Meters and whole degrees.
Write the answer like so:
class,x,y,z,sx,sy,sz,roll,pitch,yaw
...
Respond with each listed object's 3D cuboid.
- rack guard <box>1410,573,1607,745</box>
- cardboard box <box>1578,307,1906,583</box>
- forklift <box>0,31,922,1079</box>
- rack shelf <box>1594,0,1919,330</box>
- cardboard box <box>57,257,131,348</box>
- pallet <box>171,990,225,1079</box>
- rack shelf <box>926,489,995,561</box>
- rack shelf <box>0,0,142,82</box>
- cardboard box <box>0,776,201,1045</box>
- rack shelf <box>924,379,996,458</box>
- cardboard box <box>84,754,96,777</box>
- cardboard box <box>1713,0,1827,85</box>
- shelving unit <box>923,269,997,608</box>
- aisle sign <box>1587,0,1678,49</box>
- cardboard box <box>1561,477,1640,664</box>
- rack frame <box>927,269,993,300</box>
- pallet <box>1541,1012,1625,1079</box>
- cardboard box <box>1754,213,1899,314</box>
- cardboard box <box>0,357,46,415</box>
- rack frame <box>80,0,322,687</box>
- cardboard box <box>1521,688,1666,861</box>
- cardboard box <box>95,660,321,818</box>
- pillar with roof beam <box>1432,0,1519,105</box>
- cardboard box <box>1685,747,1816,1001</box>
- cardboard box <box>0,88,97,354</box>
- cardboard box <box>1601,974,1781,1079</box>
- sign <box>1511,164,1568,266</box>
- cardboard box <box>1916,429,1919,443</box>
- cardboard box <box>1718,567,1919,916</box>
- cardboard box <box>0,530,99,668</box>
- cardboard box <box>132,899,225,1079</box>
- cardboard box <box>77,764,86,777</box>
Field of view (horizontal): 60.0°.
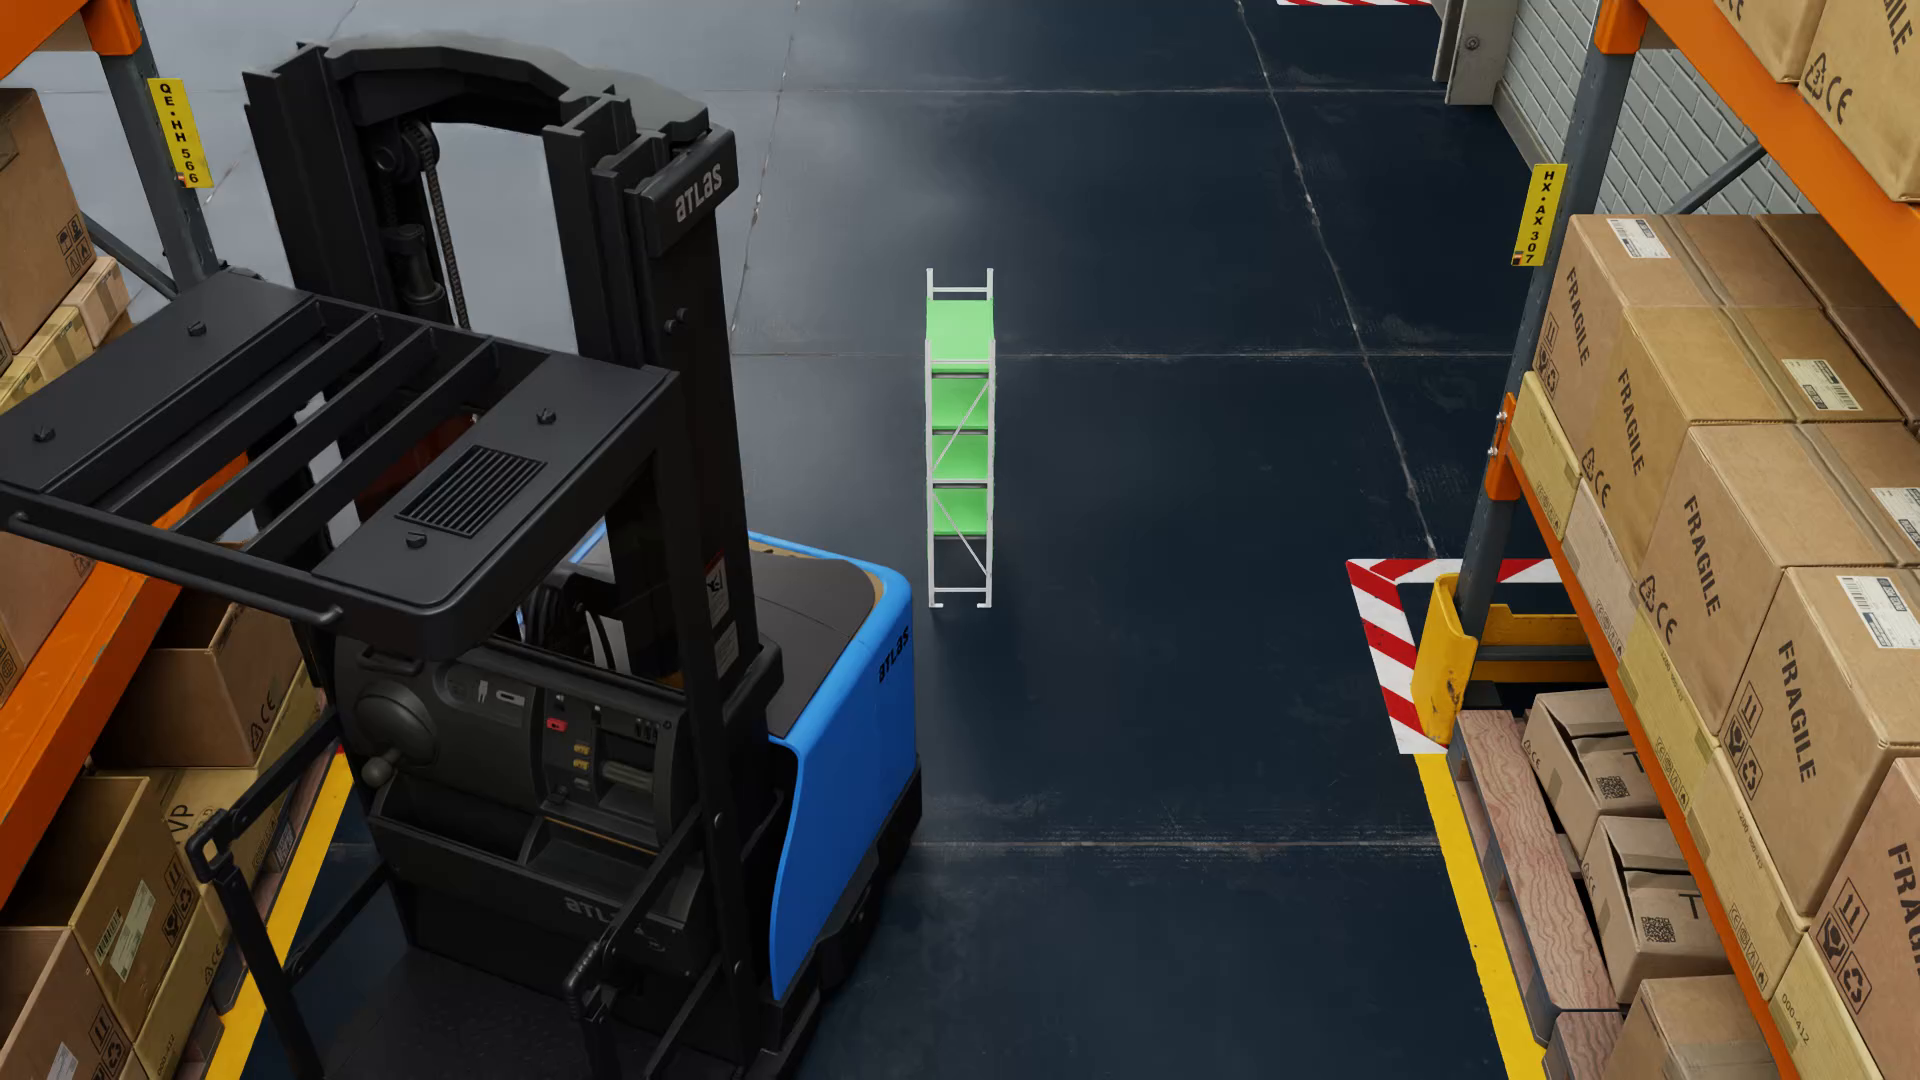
class,x,y,z,sx,sy,sz,roll,pitch,yaw
rack guard,2.229,0.418,5.829,1.175,0.500,0.348,0,39,0
cardboard box,1.920,-0.239,4.154,0.500,0.500,0.500,0,39,0
forklift,-1.150,0.531,3.744,1.130,2.935,3.031,14,41,17
rack shelf,2.232,-0.244,2.833,1.077,0.370,4.000,0,39,0
cardboard box,-2.533,-0.653,4.567,0.380,0.149,0.250,-1,39,-1
pallet,-2.683,1.728,4.425,1.003,0.211,1.213,0,39,0
rack shelf,0.000,-0.128,6.436,0.258,0.148,0.480,0,39,0
rack shelf,-2.722,-0.239,2.826,1.077,0.370,4.000,0,39,0
cardboard box,-2.410,0.977,4.395,0.500,0.500,0.500,0,39,0
rack shelf,0.000,-0.502,6.135,0.258,0.148,0.480,0,39,0
cardboard box,-2.946,0.645,5.409,0.500,0.250,0.500,0,39,0
cardboard box,1.945,-1.278,3.451,0.500,0.500,0.500,2,39,3
shelving unit,0.000,-0.365,6.246,0.258,1.200,0.503,0,39,0
aisle sign,1.929,-1.665,4.350,0.394,0.787,0.004,0,39,0
cardboard box,1.927,0.075,4.361,0.500,0.250,0.500,-1,39,-1
rack frame,0.000,-0.517,6.436,0.240,1.200,0.015,0,39,0
pallet,2.193,1.799,4.336,1.003,0.211,1.213,0,39,0
cardboard box,2.442,-0.553,4.545,0.500,0.500,0.500,0,39,-1
cardboard box,-2.531,-0.329,4.163,0.380,0.149,0.250,-1,39,-1
rack frame,-2.724,-0.599,5.099,1.000,3.000,0.127,0,39,0
cardboard box,2.140,0.705,5.270,0.500,0.311,0.500,-4,39,-5
cardboard box,-2.428,0.645,5.410,0.500,0.250,0.500,0,39,0
pillar with roof beam,-1.217,-6.258,7.363,9.100,9.000,0.400,0,39,0
cardboard box,1.920,0.710,3.569,0.500,0.250,0.500,0,39,0
cardboard box,-2.737,-0.820,4.257,0.700,0.500,0.500,0,39,0
cardboard box,2.092,1.446,4.193,0.700,0.500,0.500,-2,39,-3
sign,1.687,-0.943,4.835,0.100,0.325,0.005,0,39,0
cardboard box,2.438,0.085,3.749,0.500,0.500,0.500,-1,39,-1
cardboard box,1.927,0.406,3.348,0.500,0.500,0.500,1,39,1
cardboard box,-2.731,-0.018,4.294,0.700,0.500,0.500,1,39,1
cardboard box,-2.413,1.270,4.629,0.500,0.250,0.500,0,39,0
cardboard box,-2.944,0.665,4.785,0.500,0.500,0.500,0,39,0
